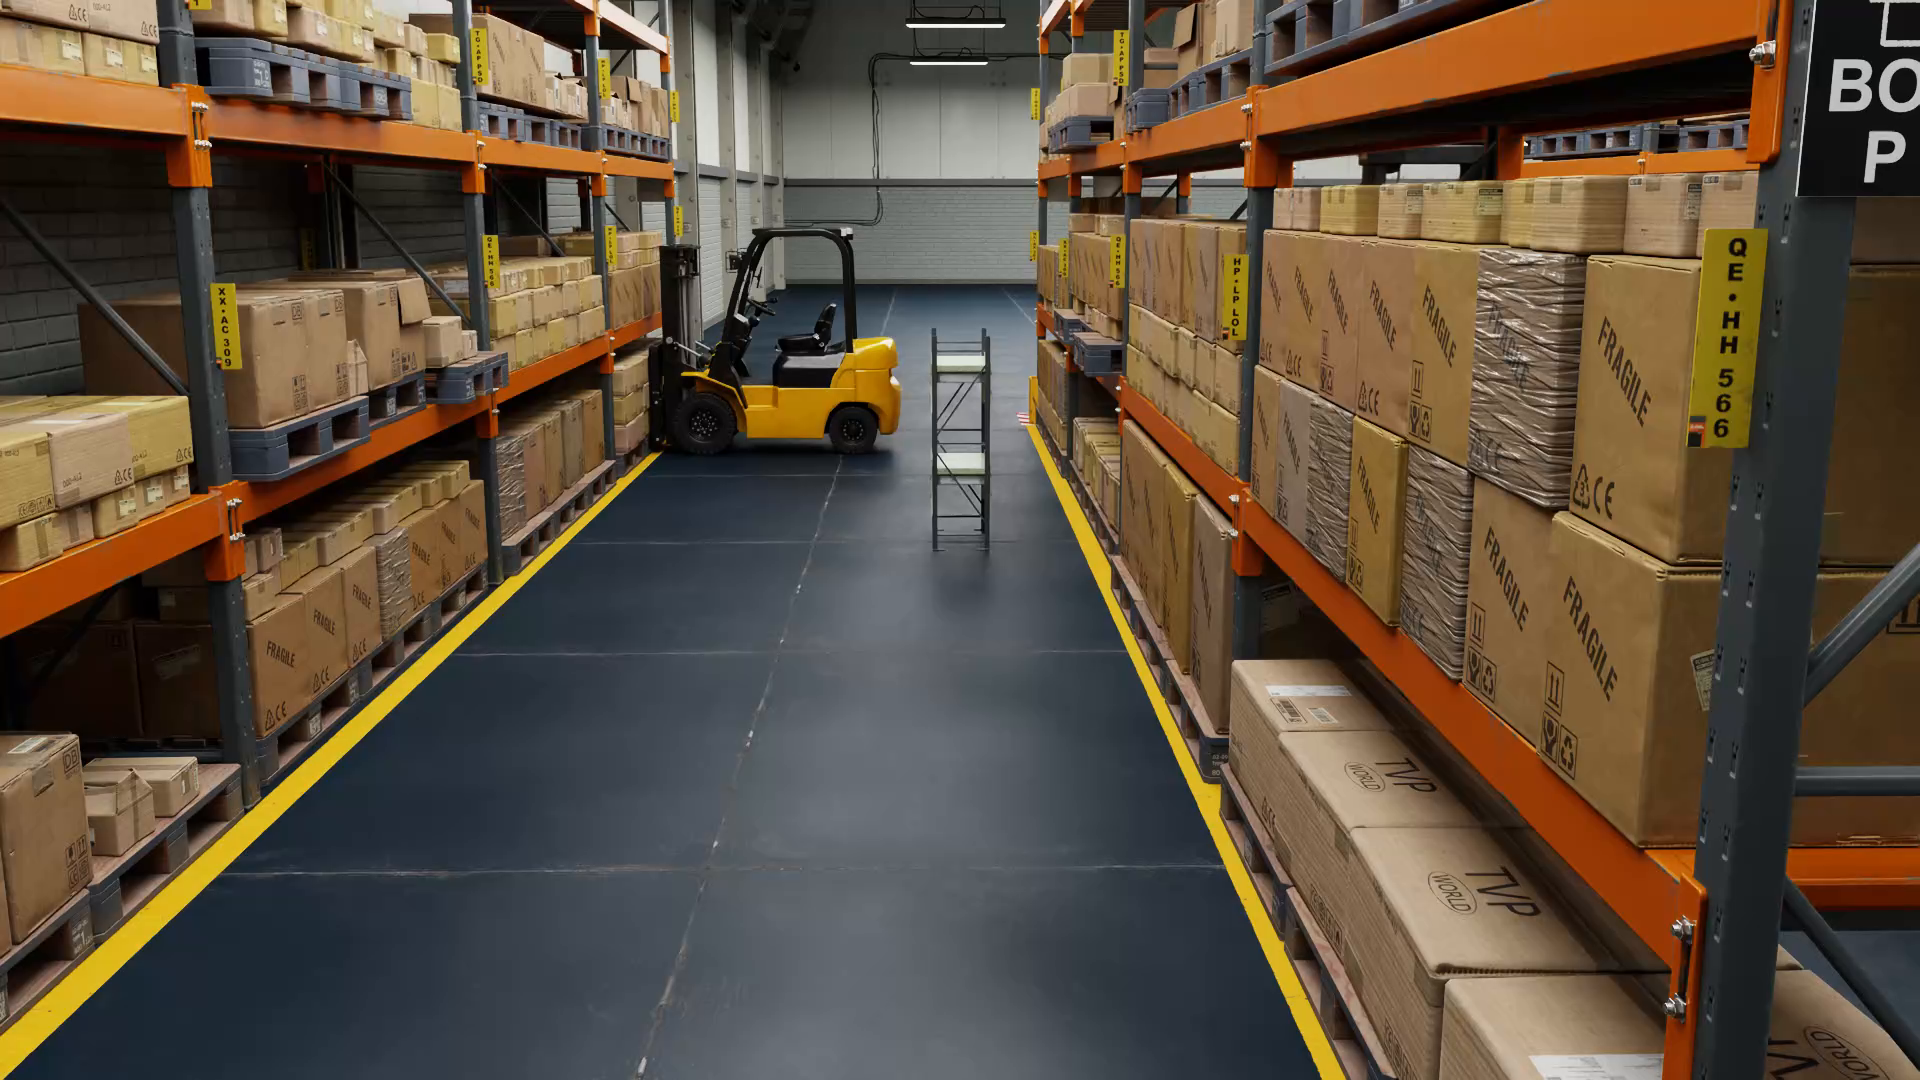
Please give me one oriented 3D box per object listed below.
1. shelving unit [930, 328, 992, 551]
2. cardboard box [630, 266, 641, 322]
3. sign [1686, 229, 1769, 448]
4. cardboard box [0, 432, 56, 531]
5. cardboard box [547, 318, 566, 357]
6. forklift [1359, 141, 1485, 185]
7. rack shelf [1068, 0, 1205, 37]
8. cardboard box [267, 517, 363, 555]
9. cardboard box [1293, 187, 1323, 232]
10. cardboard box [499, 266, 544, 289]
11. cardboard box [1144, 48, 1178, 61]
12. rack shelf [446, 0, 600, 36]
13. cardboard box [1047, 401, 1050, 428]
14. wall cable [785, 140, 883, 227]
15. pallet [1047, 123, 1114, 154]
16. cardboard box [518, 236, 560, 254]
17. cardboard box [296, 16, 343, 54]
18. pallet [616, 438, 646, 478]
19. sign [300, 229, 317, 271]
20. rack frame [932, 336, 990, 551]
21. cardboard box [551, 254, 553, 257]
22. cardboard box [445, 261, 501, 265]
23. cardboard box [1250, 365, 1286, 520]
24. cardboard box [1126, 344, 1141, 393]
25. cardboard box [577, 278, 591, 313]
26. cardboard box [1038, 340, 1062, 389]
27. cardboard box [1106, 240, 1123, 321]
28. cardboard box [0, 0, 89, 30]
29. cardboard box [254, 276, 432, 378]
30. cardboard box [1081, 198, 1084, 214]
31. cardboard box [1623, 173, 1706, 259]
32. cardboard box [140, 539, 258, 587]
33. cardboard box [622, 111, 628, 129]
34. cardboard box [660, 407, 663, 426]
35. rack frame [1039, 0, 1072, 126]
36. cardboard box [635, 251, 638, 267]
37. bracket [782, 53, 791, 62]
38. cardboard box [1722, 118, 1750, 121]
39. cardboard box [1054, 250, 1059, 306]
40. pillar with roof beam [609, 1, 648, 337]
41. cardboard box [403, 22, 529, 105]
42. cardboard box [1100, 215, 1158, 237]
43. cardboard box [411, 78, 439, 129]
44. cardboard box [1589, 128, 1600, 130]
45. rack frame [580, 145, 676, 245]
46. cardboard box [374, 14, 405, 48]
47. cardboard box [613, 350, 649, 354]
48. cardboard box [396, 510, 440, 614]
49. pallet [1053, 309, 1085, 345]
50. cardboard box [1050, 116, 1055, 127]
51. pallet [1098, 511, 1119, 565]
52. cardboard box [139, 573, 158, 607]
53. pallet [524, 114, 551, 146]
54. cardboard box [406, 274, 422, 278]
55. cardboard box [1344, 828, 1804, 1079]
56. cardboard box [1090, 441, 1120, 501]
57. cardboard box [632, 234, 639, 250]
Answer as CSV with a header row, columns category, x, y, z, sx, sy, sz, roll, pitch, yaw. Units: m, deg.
category,x,y,z,sx,sy,sz,roll,pitch,yaw
shelving unit,0.000,-0.736,11.917,0.431,1.500,0.755,0,11,-1
cardboard box,-3.307,-2.322,15.707,0.500,0.500,0.500,0,11,-2
sign,1.147,-0.299,2.481,0.100,0.325,0.005,0,11,-1
cardboard box,-3.078,-0.162,4.944,0.500,0.250,0.500,0,11,-2
cardboard box,-3.235,-1.505,12.312,0.500,0.250,0.500,0,11,1
forklift,3.340,-1.611,12.628,1.130,2.935,3.031,0,11,1
rack shelf,1.484,-3.994,11.930,1.077,0.370,4.000,0,11,-1
cardboard box,-3.186,-0.019,8.210,0.380,0.149,0.250,0,11,1
cardboard box,1.376,-1.152,5.797,0.380,0.149,0.250,0,11,0
cardboard box,-3.187,-1.872,11.860,0.380,0.149,0.250,0,11,0
cardboard box,1.625,-3.530,12.436,0.500,0.250,0.500,0,11,0
rack shelf,-3.479,-3.973,11.826,1.077,0.370,4.000,0,11,-1
cardboard box,1.127,-1.282,16.695,0.500,0.250,0.500,1,11,3
wall cable,-3.848,-10.605,49.510,3.097,2.526,0.112,0,11,-1
pallet,1.349,-3.255,13.488,1.213,0.211,1.003,0,11,-1
cardboard box,-3.812,-2.657,14.979,0.380,0.149,0.250,0,11,-2
cardboard box,-2.987,-2.255,7.409,0.380,0.149,0.250,0,11,-2
pallet,-3.495,-0.771,15.328,1.003,0.211,1.213,0,11,-1
sign,-3.992,-1.749,10.222,0.100,0.325,0.005,0,11,-1
rack frame,0.007,-0.664,11.558,0.400,1.500,0.023,0,11,-1
cardboard box,-3.824,-2.459,14.751,0.380,0.149,0.250,-1,11,-3
cardboard box,-3.764,-2.072,12.845,0.380,0.149,0.250,0,11,-1
cardboard box,1.355,-0.365,6.061,0.500,0.500,0.500,0,11,1
cardboard box,1.284,-1.033,9.986,0.500,0.250,0.500,0,11,-2
cardboard box,-3.237,-1.952,13.256,0.500,0.250,0.500,-1,11,-3
cardboard box,1.101,-1.855,17.632,0.500,0.500,0.500,-1,11,-3
cardboard box,1.238,-1.695,10.814,0.500,0.500,0.500,-1,11,-3
cardboard box,-3.073,-1.733,5.143,0.500,0.250,0.500,-1,11,-3
cardboard box,-3.219,-1.117,8.704,0.797,0.503,0.637,-1,11,-2
cardboard box,1.591,-3.279,17.163,0.700,0.500,0.500,0,11,-1
cardboard box,1.453,-0.593,3.039,0.380,0.149,0.250,0,11,0
cardboard box,-3.157,0.094,6.901,0.380,0.149,0.250,0,11,-2
cardboard box,-3.242,-3.824,15.145,0.380,0.149,0.250,0,11,1
cardboard box,-3.242,-1.239,16.482,0.500,0.250,0.500,0,11,1
rack frame,1.360,-5.736,17.698,1.000,3.000,0.127,0,11,-1
cardboard box,-3.262,-2.665,15.769,0.380,0.149,0.250,-1,11,-3
bracket,-4.746,-13.219,45.531,0.235,0.232,0.430,0,11,-1
cardboard box,6.564,-3.552,13.550,0.500,0.250,0.500,0,11,-1
cardboard box,1.152,-2.488,15.778,0.500,0.500,0.500,0,11,0
pillar with roof beam,-0.310,-6.783,22.859,9.100,9.000,0.400,0,11,-1
cardboard box,-3.319,-3.203,11.199,0.700,0.500,0.500,0,11,-2
cardboard box,1.209,-2.248,11.907,0.380,0.149,0.250,-1,11,-4
cardboard box,-3.173,-2.380,9.078,0.500,0.250,0.500,0,11,-1
cardboard box,6.045,-3.866,15.350,0.380,0.149,0.250,0,11,-1
rack frame,-3.603,-2.774,18.190,1.000,3.000,0.127,0,11,-1
cardboard box,-3.115,-2.647,8.644,0.380,0.149,0.250,0,11,-2
cardboard box,-3.242,-1.730,16.386,0.500,0.250,0.500,0,11,-2
cardboard box,-3.201,0.122,9.145,0.500,0.500,0.500,0,11,1
pallet,1.313,-1.754,13.642,1.003,0.211,1.213,0,11,-1
cardboard box,1.131,-3.932,15.982,0.500,0.250,0.500,0,11,0
pallet,1.510,0.006,11.499,1.003,0.211,1.213,0,11,-1
cardboard box,-3.662,0.188,7.187,0.380,0.149,0.250,0,11,-1
pallet,-3.567,-2.918,11.831,1.003,0.211,1.213,0,11,1
cardboard box,-3.647,-1.615,10.592,0.380,0.149,0.250,0,11,1
cardboard box,1.549,1.122,4.371,0.875,0.438,0.875,0,11,0
cardboard box,1.490,-0.533,12.695,0.950,0.372,0.625,0,11,1
cardboard box,-3.347,-2.912,16.237,0.380,0.149,0.250,0,11,0
